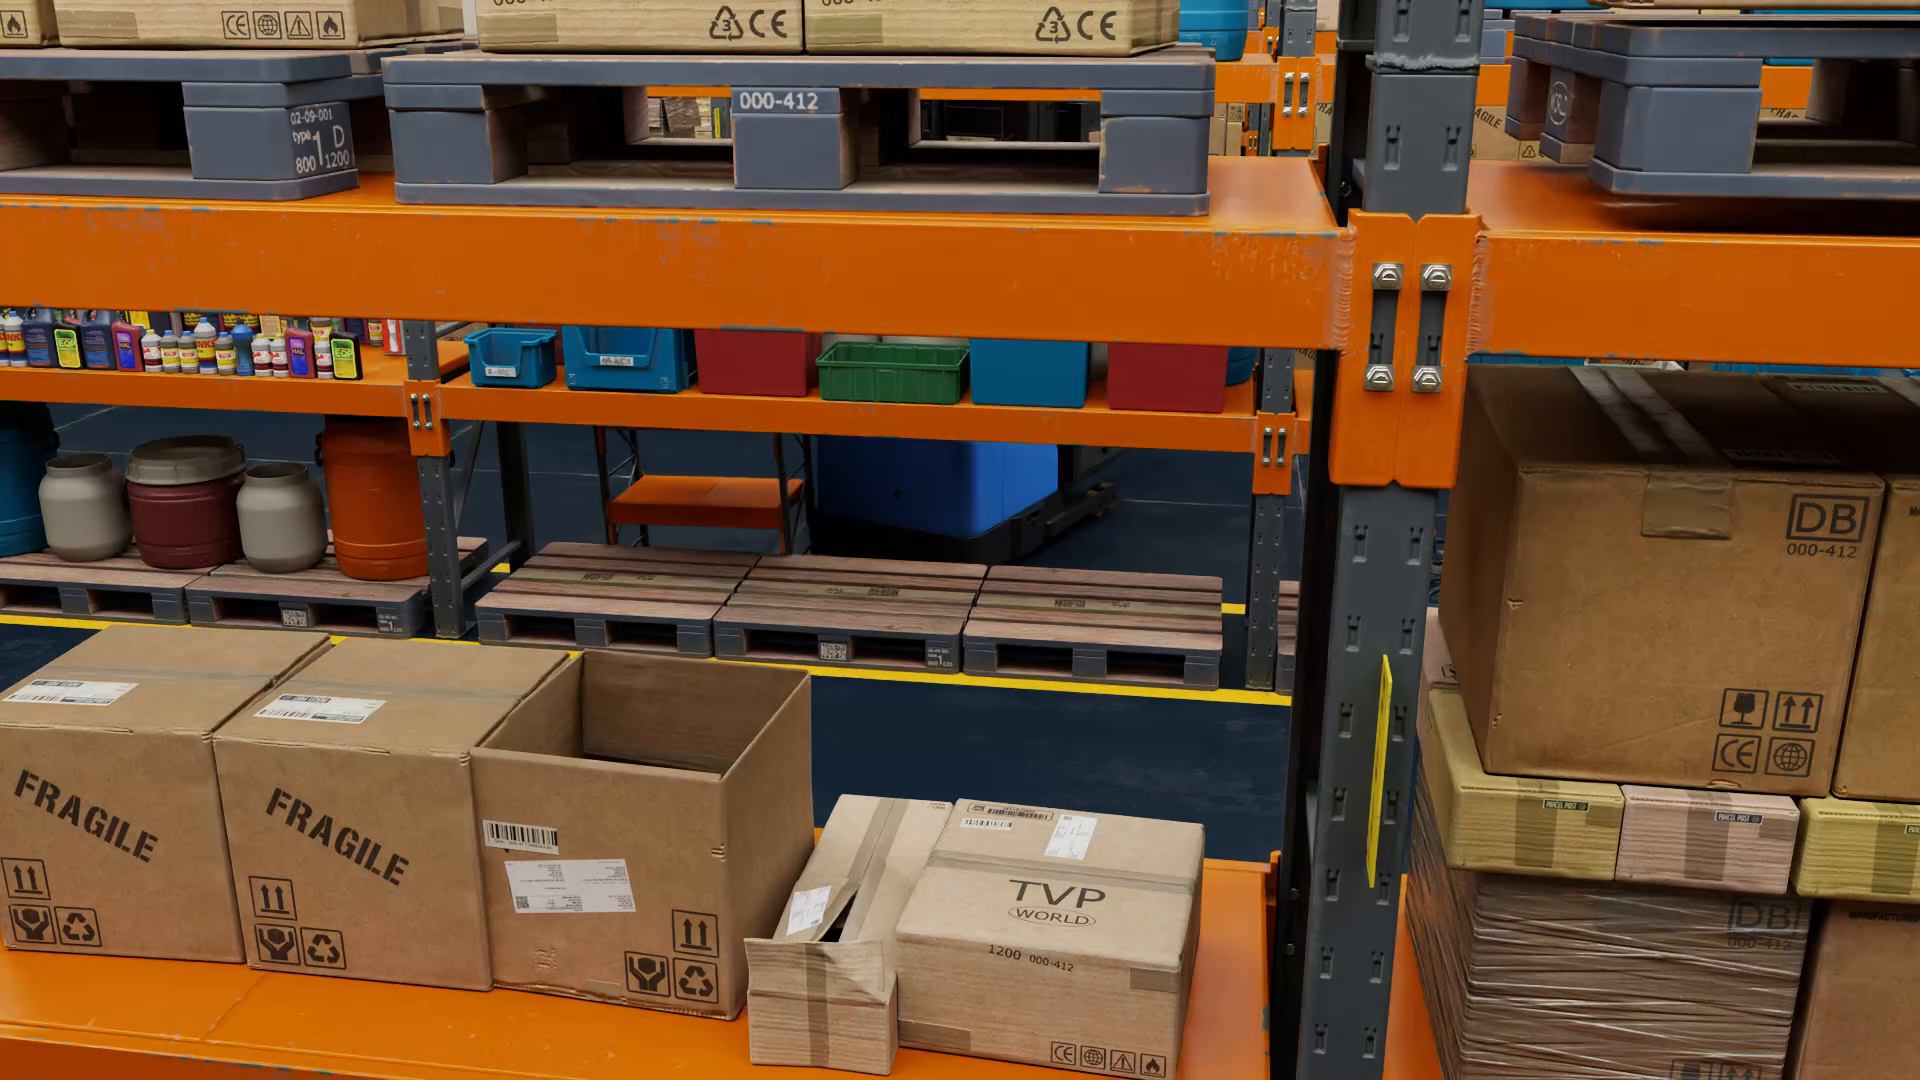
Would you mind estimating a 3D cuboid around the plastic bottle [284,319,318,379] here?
[{"bbox_3d":[-3.179,-0.923,8.018,0.133,0.283,0.061,3,19,9],"label":"plastic bottle"}]

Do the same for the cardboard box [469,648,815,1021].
[{"bbox_3d":[-0.600,0.555,3.259,0.500,0.500,0.500,4,19,13],"label":"cardboard box"}]

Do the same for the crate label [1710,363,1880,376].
[{"bbox_3d":[3.555,-0.702,7.118,0.616,0.435,0.502,3,19,9],"label":"crate label"}]

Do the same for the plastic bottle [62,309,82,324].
[{"bbox_3d":[-4.384,-1.004,8.260,0.133,0.283,0.061,3,19,9],"label":"plastic bottle"}]

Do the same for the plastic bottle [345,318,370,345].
[{"bbox_3d":[-3.177,-1.179,8.782,0.133,0.283,0.061,3,19,9],"label":"plastic bottle"}]

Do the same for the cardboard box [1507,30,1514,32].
[{"bbox_3d":[3.667,-3.625,11.420,0.500,0.250,0.500,2,19,6],"label":"cardboard box"}]

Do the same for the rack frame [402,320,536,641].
[{"bbox_3d":[-2.484,-1.080,8.303,0.127,3.000,1.000,3,19,9],"label":"rack frame"}]

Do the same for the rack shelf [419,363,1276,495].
[{"bbox_3d":[-0.509,-0.638,8.117,4.000,0.370,1.077,3,19,9],"label":"rack shelf"}]

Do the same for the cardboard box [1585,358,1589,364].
[{"bbox_3d":[4.376,-1.336,12.347,0.500,0.500,0.500,5,19,14],"label":"cardboard box"}]

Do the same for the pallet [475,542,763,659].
[{"bbox_3d":[-1.725,0.294,8.593,1.213,0.211,1.003,3,19,9],"label":"pallet"}]

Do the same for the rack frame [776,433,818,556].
[{"bbox_3d":[-0.890,-0.370,9.017,0.032,1.125,0.500,2,20,12],"label":"rack frame"}]

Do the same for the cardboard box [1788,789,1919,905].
[{"bbox_3d":[1.414,0.417,2.649,0.250,0.149,0.380,2,19,7],"label":"cardboard box"}]

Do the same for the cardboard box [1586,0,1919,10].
[{"bbox_3d":[1.132,-0.954,2.161,0.500,0.500,0.500,4,19,13],"label":"cardboard box"}]

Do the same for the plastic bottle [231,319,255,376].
[{"bbox_3d":[-3.482,-0.939,8.084,0.097,0.271,0.097,0,18,0],"label":"plastic bottle"}]

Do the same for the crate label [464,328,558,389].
[{"bbox_3d":[-2.127,-0.862,7.916,0.416,0.233,0.303,3,19,9],"label":"crate label"}]

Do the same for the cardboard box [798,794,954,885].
[{"bbox_3d":[-0.166,0.683,3.429,0.250,0.149,0.380,3,19,9],"label":"cardboard box"}]

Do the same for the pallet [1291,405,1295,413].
[{"bbox_3d":[2.920,-1.085,12.714,1.213,0.211,1.003,3,19,9],"label":"pallet"}]

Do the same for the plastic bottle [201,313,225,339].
[{"bbox_3d":[-3.994,-1.220,8.906,0.133,0.283,0.061,3,19,9],"label":"plastic bottle"}]

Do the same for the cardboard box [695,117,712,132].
[{"bbox_3d":[-2.646,-4.348,17.336,0.250,0.149,0.380,3,19,10],"label":"cardboard box"}]

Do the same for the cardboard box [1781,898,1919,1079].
[{"bbox_3d":[1.637,0.670,2.914,0.500,0.500,0.700,3,19,8],"label":"cardboard box"}]

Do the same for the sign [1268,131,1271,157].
[{"bbox_3d":[2.167,-2.805,11.635,0.005,0.325,0.100,3,19,9],"label":"sign"}]

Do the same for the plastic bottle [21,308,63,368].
[{"bbox_3d":[-4.544,-1.038,8.255,0.185,0.351,0.144,3,19,9],"label":"plastic bottle"}]

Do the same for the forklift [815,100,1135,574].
[{"bbox_3d":[0.343,-1.592,9.942,1.130,2.935,3.031,10,21,27],"label":"forklift"}]

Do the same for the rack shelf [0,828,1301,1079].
[{"bbox_3d":[-1.299,0.913,3.479,4.000,0.370,1.077,3,19,9],"label":"rack shelf"}]

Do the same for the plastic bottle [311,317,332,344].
[{"bbox_3d":[-3.318,-1.092,8.653,0.097,0.201,0.097,0,18,0],"label":"plastic bottle"}]

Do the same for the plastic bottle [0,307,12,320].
[{"bbox_3d":[-5.136,-1.218,8.919,0.097,0.271,0.097,0,18,0],"label":"plastic bottle"}]

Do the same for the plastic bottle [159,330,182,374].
[{"bbox_3d":[-3.867,-0.925,8.153,0.097,0.201,0.097,0,18,0],"label":"plastic bottle"}]

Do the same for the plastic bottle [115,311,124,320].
[{"bbox_3d":[-4.531,-1.216,8.914,0.097,0.271,0.097,0,18,0],"label":"plastic bottle"}]

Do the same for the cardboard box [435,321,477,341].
[{"bbox_3d":[-4.130,-1.954,13.602,0.875,0.875,1.225,2,19,7],"label":"cardboard box"}]

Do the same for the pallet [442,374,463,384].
[{"bbox_3d":[-3.666,-1.435,13.758,1.213,0.211,1.003,3,19,9],"label":"pallet"}]

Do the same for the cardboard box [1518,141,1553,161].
[{"bbox_3d":[4.138,-2.919,11.598,0.500,0.500,0.500,3,19,9],"label":"cardboard box"}]

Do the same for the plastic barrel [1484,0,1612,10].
[{"bbox_3d":[2.431,-2.654,6.830,0.708,0.901,0.600,3,19,9],"label":"plastic barrel"}]

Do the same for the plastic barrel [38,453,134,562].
[{"bbox_3d":[-4.656,-0.176,8.860,0.421,0.512,0.421,0,18,0],"label":"plastic barrel"}]

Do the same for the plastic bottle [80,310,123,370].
[{"bbox_3d":[-4.230,-1.022,8.208,0.185,0.351,0.144,3,19,9],"label":"plastic bottle"}]

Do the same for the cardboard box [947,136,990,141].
[{"bbox_3d":[0.091,-4.096,17.160,0.500,0.500,0.500,3,19,8],"label":"cardboard box"}]

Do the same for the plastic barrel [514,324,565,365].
[{"bbox_3d":[-1.978,-1.216,8.496,0.708,0.536,0.600,3,19,9],"label":"plastic barrel"}]

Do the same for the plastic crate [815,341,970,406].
[{"bbox_3d":[-0.299,-0.777,7.733,0.662,0.188,0.450,3,19,9],"label":"plastic crate"}]

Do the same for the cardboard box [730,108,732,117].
[{"bbox_3d":[-2.376,-4.476,17.251,0.250,0.149,0.380,3,19,9],"label":"cardboard box"}]

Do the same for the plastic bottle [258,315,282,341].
[{"bbox_3d":[-3.670,-1.204,8.857,0.133,0.283,0.061,3,19,9],"label":"plastic bottle"}]

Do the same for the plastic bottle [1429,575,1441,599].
[{"bbox_3d":[2.219,0.294,7.677,0.185,0.351,0.144,3,19,9],"label":"plastic bottle"}]

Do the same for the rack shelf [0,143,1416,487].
[{"bbox_3d":[-1.299,-0.509,3.003,4.000,0.370,1.077,3,19,9],"label":"rack shelf"}]

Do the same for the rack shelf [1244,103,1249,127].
[{"bbox_3d":[2.632,-6.850,26.681,4.000,0.370,1.077,3,19,9],"label":"rack shelf"}]

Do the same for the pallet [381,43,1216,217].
[{"bbox_3d":[-0.197,-0.699,2.739,1.217,0.209,0.805,2,19,6],"label":"pallet"}]

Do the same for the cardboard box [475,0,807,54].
[{"bbox_3d":[-0.473,-0.938,2.727,0.500,0.250,0.500,1,19,3],"label":"cardboard box"}]

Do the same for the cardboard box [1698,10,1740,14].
[{"bbox_3d":[5.191,-3.549,11.193,0.500,0.250,0.500,3,19,9],"label":"cardboard box"}]

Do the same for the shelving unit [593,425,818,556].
[{"bbox_3d":[-1.387,-0.388,9.120,1.048,1.125,0.538,2,20,12],"label":"shelving unit"}]

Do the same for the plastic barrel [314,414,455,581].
[{"bbox_3d":[-2.970,-0.269,8.639,0.708,0.830,0.600,3,19,9],"label":"plastic barrel"}]

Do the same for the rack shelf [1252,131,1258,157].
[{"bbox_3d":[5.798,-5.093,21.432,4.000,0.370,1.077,3,19,9],"label":"rack shelf"}]

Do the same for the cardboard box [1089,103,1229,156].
[{"bbox_3d":[1.489,-2.998,12.428,1.000,1.000,1.000,3,19,9],"label":"cardboard box"}]

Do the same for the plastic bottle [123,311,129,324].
[{"bbox_3d":[-4.386,-1.259,8.915,0.185,0.351,0.144,3,19,9],"label":"plastic bottle"}]

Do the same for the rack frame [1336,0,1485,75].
[{"bbox_3d":[0.676,-2.172,2.113,0.127,3.000,1.000,3,19,9],"label":"rack frame"}]

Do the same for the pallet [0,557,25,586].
[{"bbox_3d":[-5.678,0.093,9.193,1.213,0.211,1.003,3,19,9],"label":"pallet"}]

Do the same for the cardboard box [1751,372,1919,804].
[{"bbox_3d":[1.614,0.056,2.707,0.500,0.500,0.700,3,19,9],"label":"cardboard box"}]

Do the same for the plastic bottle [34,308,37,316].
[{"bbox_3d":[-5.001,-1.253,9.017,0.135,0.276,0.152,3,19,9],"label":"plastic bottle"}]

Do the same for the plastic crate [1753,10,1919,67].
[{"bbox_3d":[3.484,-2.094,6.632,0.575,0.384,0.392,3,19,9],"label":"plastic crate"}]

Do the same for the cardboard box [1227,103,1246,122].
[{"bbox_3d":[2.646,-4.524,16.863,0.500,0.500,0.700,3,19,8],"label":"cardboard box"}]
